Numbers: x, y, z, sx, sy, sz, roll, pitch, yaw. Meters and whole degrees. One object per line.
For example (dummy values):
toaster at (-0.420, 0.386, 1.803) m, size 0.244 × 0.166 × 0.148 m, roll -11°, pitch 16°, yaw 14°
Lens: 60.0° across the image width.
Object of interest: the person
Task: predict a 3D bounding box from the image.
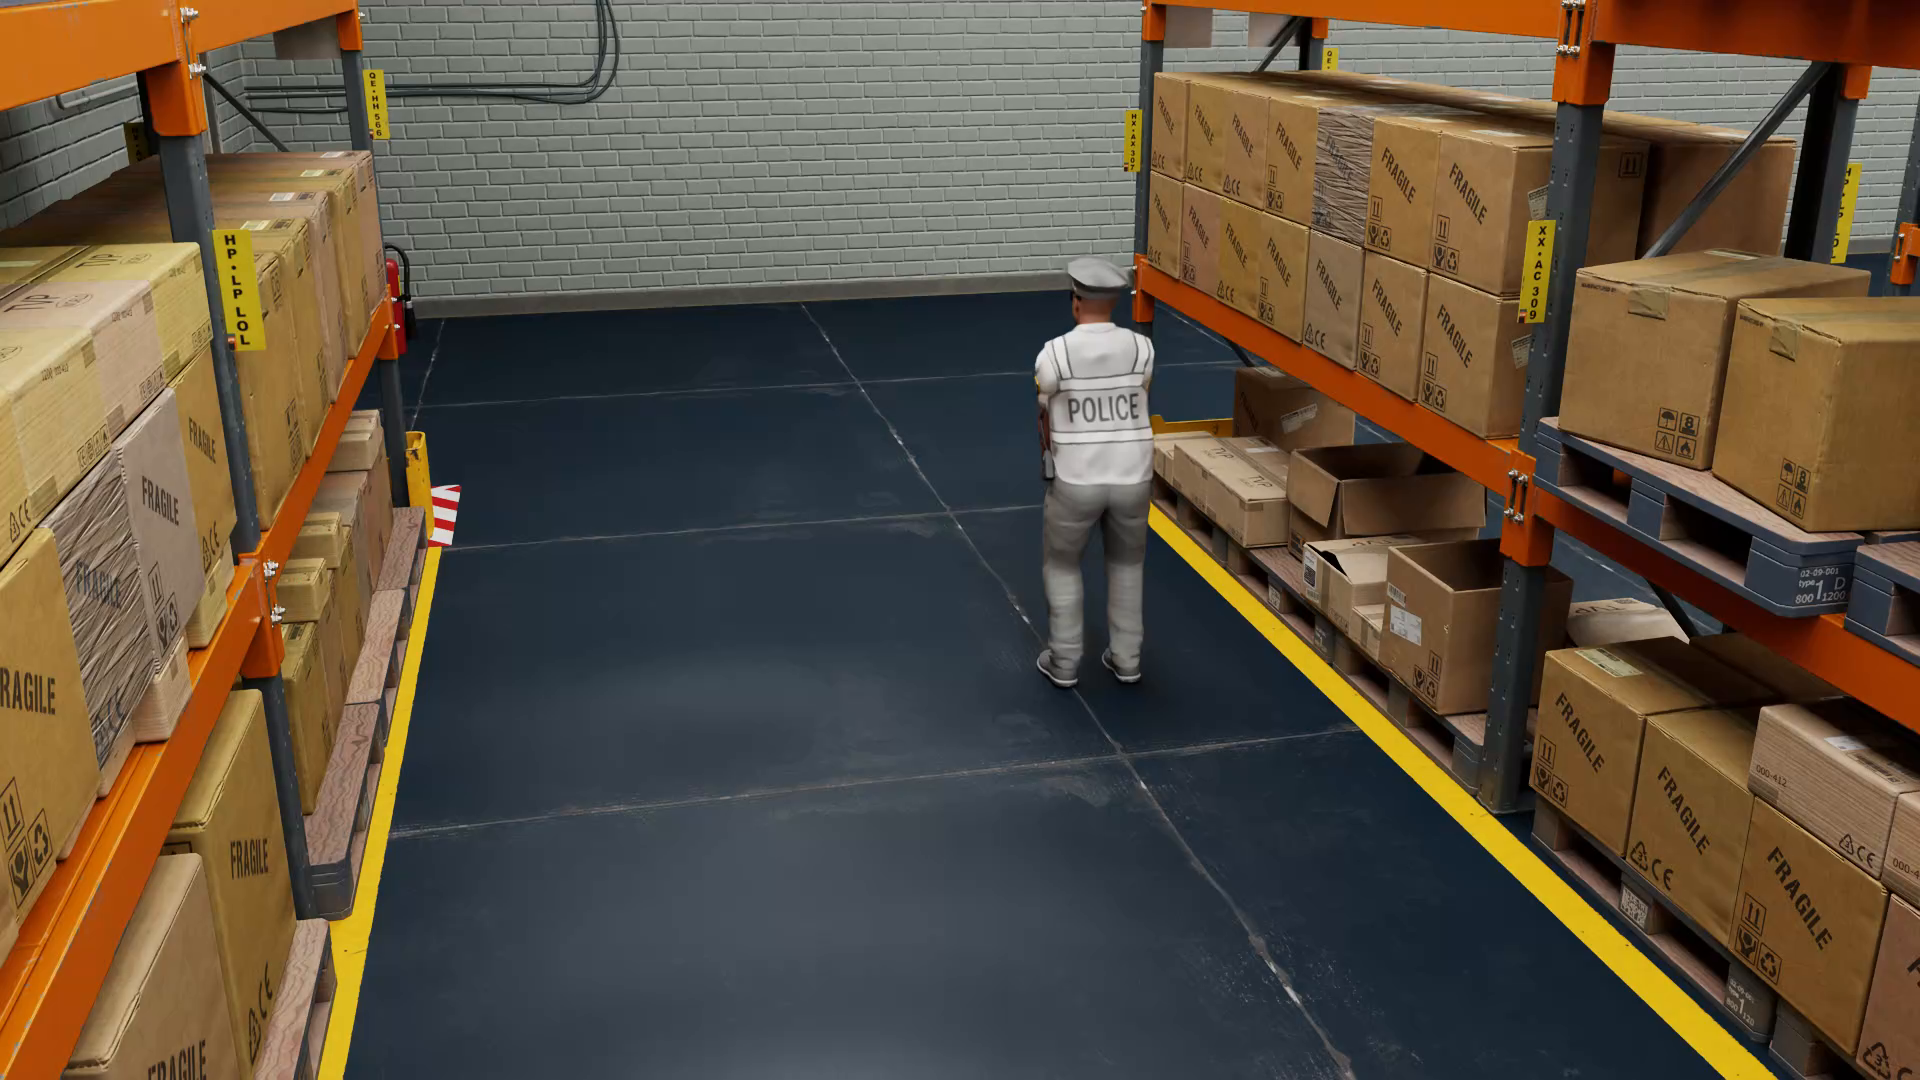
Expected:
person at (0.531, -0.275, 6.834) m, size 0.488 × 1.761 × 0.583 m, roll -4°, pitch 20°, yaw -10°
